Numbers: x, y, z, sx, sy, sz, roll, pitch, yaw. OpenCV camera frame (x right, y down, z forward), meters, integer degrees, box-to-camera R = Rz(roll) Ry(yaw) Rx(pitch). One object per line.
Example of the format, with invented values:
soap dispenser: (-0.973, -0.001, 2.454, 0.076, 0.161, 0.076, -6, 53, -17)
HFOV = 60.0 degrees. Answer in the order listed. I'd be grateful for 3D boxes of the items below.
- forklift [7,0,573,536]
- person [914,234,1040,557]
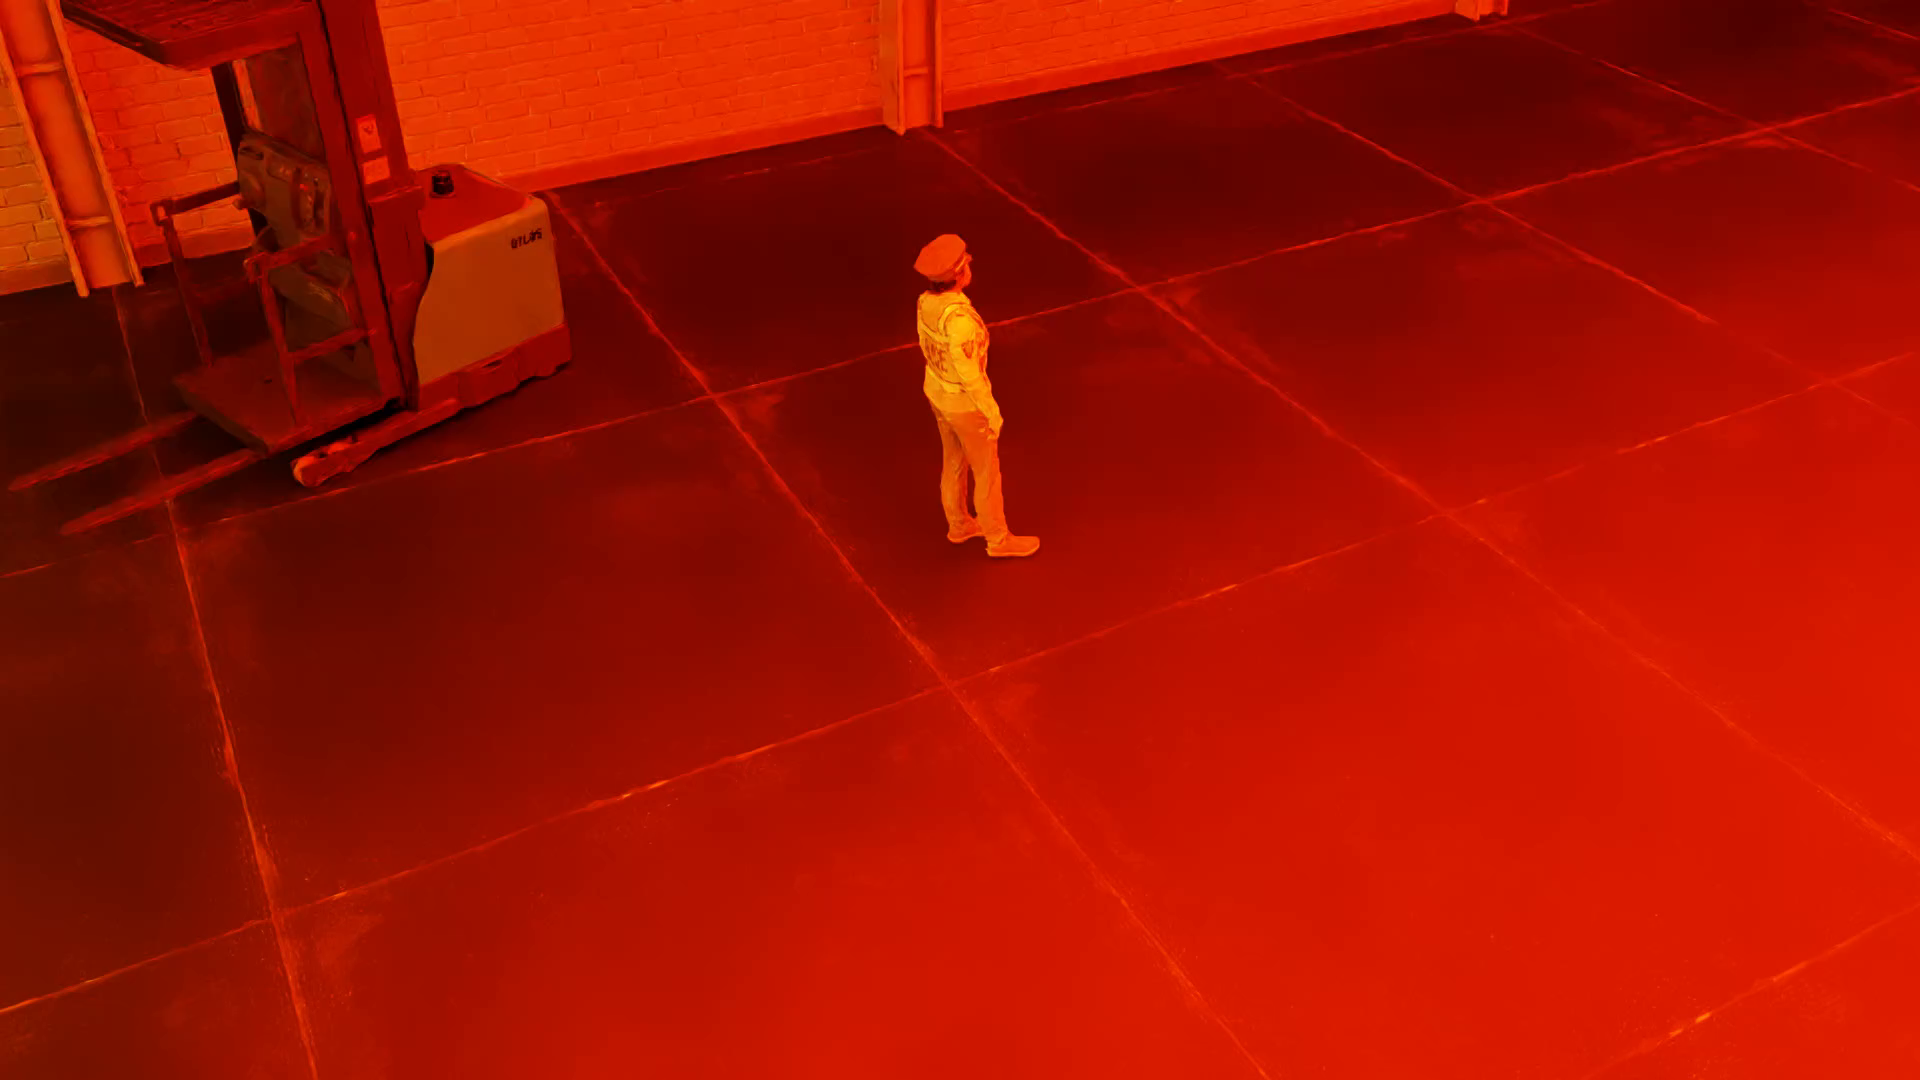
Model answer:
forklift: (-3.717, -1.817, 8.694, 1.130, 2.935, 3.031, 27, 44, 33)
person: (0.063, -0.713, 8.190, 0.532, 1.695, 0.586, -17, 39, -23)
